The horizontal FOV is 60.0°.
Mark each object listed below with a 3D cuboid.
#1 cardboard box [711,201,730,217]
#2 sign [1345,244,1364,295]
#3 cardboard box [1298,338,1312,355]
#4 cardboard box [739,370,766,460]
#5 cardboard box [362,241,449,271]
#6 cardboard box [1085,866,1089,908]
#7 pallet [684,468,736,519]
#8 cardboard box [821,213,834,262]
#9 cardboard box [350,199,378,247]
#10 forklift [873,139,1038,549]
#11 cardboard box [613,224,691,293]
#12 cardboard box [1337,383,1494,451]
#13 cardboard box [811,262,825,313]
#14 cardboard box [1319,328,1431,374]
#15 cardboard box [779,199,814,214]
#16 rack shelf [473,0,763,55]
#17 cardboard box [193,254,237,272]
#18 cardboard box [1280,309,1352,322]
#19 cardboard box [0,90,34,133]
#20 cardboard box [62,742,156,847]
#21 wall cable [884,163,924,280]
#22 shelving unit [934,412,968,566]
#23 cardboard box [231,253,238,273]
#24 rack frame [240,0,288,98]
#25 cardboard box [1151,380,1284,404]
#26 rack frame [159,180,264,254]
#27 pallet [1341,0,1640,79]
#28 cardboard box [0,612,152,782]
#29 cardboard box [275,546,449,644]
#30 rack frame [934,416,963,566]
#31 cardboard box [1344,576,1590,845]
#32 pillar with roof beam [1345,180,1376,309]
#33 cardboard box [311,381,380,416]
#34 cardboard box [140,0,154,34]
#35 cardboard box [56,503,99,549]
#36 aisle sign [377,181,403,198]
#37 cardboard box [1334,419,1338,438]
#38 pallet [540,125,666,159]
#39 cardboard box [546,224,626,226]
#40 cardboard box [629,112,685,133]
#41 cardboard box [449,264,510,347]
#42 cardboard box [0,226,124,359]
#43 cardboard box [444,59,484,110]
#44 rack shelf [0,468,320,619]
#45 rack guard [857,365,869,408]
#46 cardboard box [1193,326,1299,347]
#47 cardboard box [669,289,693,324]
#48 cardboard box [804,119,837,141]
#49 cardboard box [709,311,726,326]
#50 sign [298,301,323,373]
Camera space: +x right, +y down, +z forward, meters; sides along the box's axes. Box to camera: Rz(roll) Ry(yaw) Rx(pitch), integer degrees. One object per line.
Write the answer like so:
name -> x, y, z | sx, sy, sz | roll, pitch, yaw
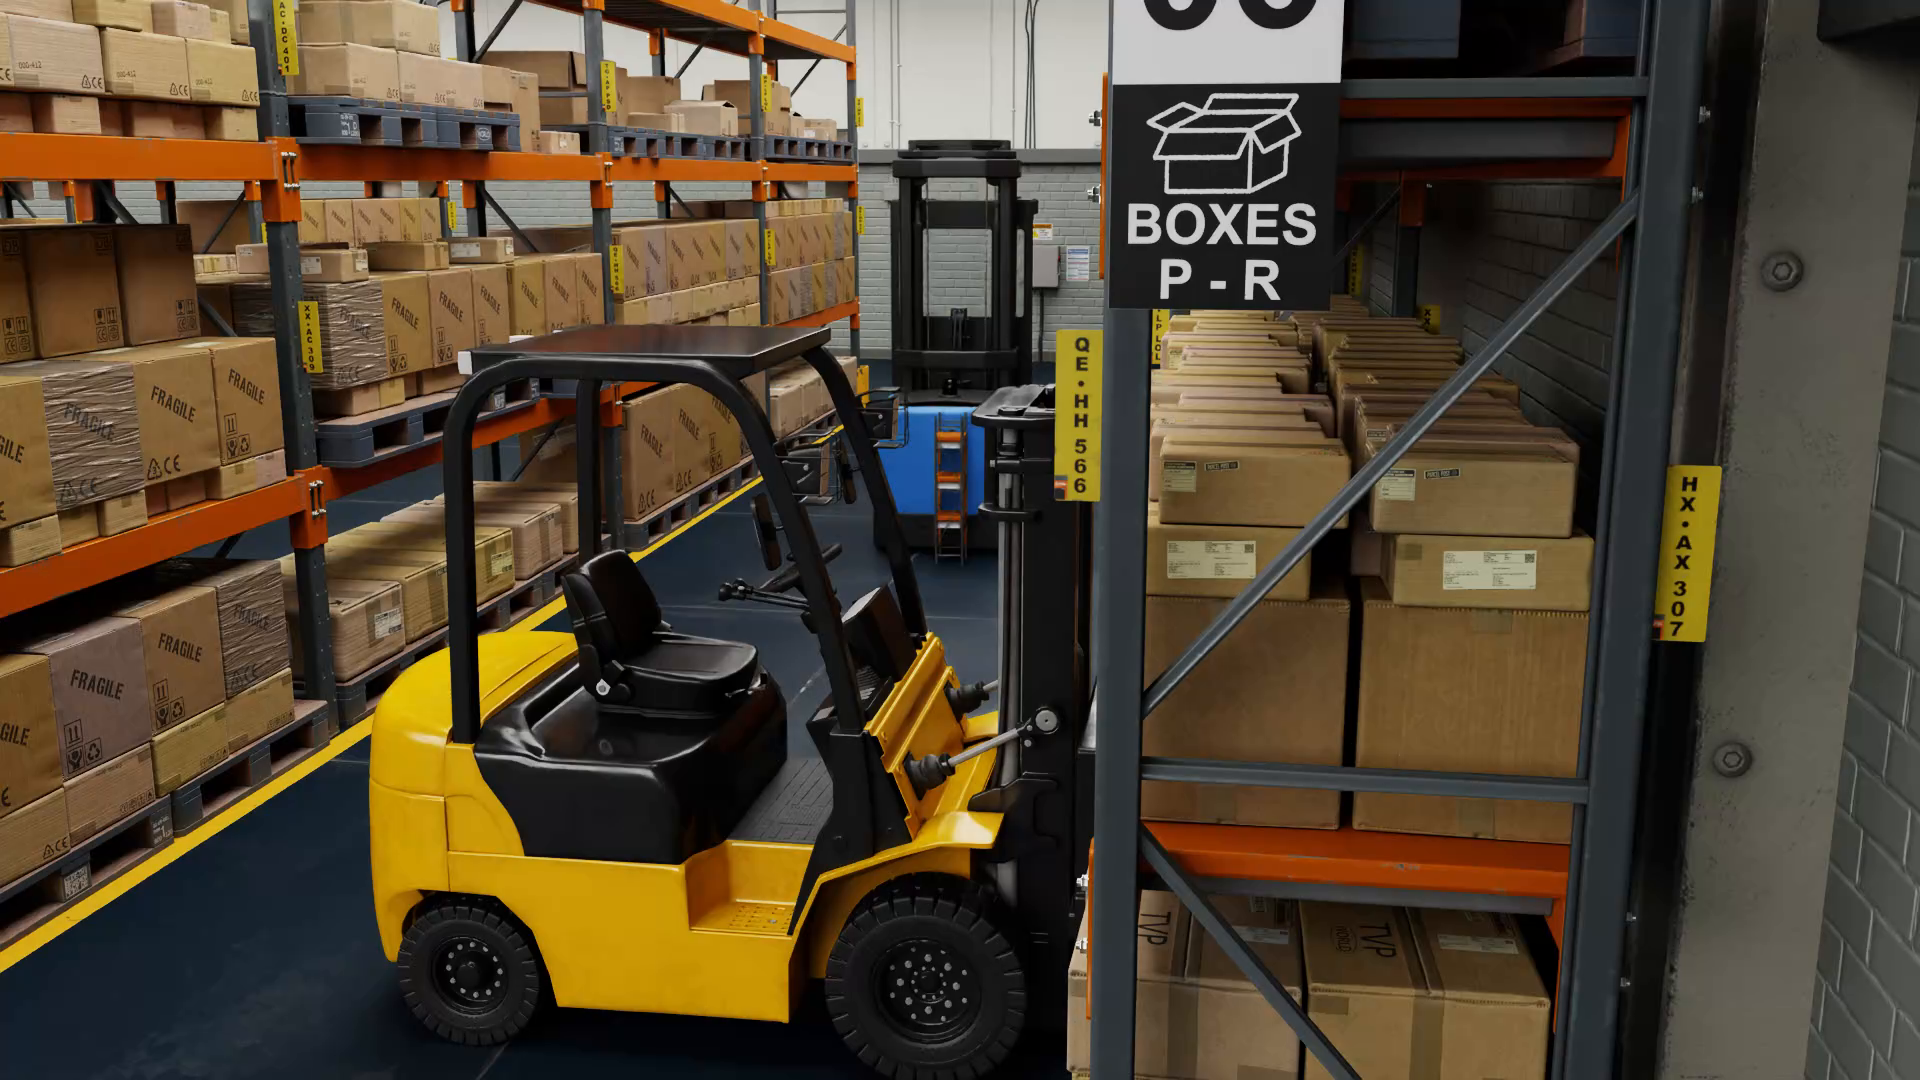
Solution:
cardboard box -> -2.415, -3.171, 15.935 | 0.380, 0.149, 0.250 | 2, 12, 10
sign -> 2.544, -1.746, 10.727 | 0.100, 0.325, 0.005 | 2, 12, 9
cardboard box -> 1.645, -0.797, 7.294 | 0.380, 0.149, 0.250 | 2, 12, 7
cardboard box -> -2.312, -1.225, 15.104 | 0.875, 0.875, 0.875 | 2, 12, 10
cardboard box -> -3.039, -1.557, 9.119 | 0.380, 0.149, 0.250 | 3, 12, 12
cardboard box -> 0.600, 0.906, 4.328 | 0.500, 0.250, 0.500 | 2, 12, 10
pallet -> -2.525, -0.409, 13.891 | 1.003, 0.211, 1.213 | 2, 12, 9
cardboard box -> -1.650, -3.240, 17.795 | 0.500, 0.500, 0.500 | 2, 12, 8
cardboard box -> -6.639, -3.418, 17.915 | 0.500, 0.500, 0.500 | 1, 12, 7
forklift -> 0.039, -1.627, 13.088 | 1.130, 2.935, 3.031 | 1, 12, 6
cardboard box -> -2.432, -2.201, 12.973 | 0.500, 0.500, 0.500 | 2, 12, 10
cardboard box -> 1.196, -0.322, 4.384 | 0.380, 0.149, 0.250 | 2, 12, 10
cardboard box -> -1.721, -2.643, 17.401 | 0.500, 0.500, 0.500 | 2, 12, 10
cardboard box -> 1.522, -0.693, 6.107 | 0.380, 0.149, 0.250 | 2, 12, 8
cardboard box -> -1.738, -3.475, 17.347 | 0.380, 0.149, 0.250 | 2, 12, 10
rack shelf -> -2.603, -4.159, 13.089 | 1.077, 0.370, 4.000 | 2, 12, 9
cardboard box -> -7.071, -2.613, 15.684 | 0.380, 0.149, 0.250 | 2, 12, 11
cardboard box -> 1.928, -1.169, 9.020 | 0.380, 0.149, 0.250 | 2, 12, 10
cardboard box -> -3.569, -1.528, 5.938 | 0.380, 0.149, 0.250 | 2, 12, 10
cardboard box -> -3.506, 0.963, 6.436 | 0.500, 0.250, 0.500 | 2, 12, 10
wall cable -> -0.836, -4.709, 24.739 | 0.585, 1.953, 0.123 | 2, 12, 9
shelving unit -> -0.064, -0.361, 11.677 | 0.215, 1.050, 0.252 | 1, 12, 6
cardboard box -> -6.877, -2.619, 16.581 | 0.500, 0.500, 0.500 | 2, 12, 8
rack frame -> -3.526, -3.457, 7.176 | 1.000, 3.000, 0.127 | 2, 12, 9
cardboard box -> 0.674, -0.340, 4.466 | 0.380, 0.149, 0.250 | 2, 12, 10
rack frame -> -7.202, -2.329, 16.182 | 1.000, 3.000, 0.127 | 2, 12, 9
pallet -> 0.899, -1.101, 3.574 | 1.003, 0.211, 1.213 | 2, 12, 9
cardboard box -> -3.505, 0.592, 6.378 | 0.500, 0.500, 0.500 | 3, 12, 12
cardboard box -> -3.340, 0.296, 9.243 | 0.950, 0.372, 0.625 | 3, 12, 12
rack frame -> -0.076, -0.336, 11.559 | 0.200, 1.050, 0.008 | 1, 12, 6
cardboard box -> 1.115, 0.325, 3.628 | 0.500, 0.500, 0.500 | 2, 12, 10
pillar with roof beam -> -0.646, -5.218, 15.345 | 9.100, 9.000, 0.400 | 2, 12, 9
cardboard box -> -3.129, -0.712, 8.277 | 0.380, 0.149, 0.250 | 2, 12, 9
cardboard box -> -3.451, -2.077, 6.595 | 0.380, 0.149, 0.250 | 2, 12, 10
cardboard box -> -3.496, -0.061, 6.254 | 0.380, 0.149, 0.250 | 2, 12, 8
aisle sign -> -6.872, -4.458, 19.887 | 0.394, 0.787, 0.004 | 2, 12, 9
cardboard box -> 1.348, -0.335, 5.149 | 0.380, 0.149, 0.250 | 1, 12, 7
pallet -> -2.864, -2.867, 12.005 | 1.213, 0.211, 1.003 | 2, 12, 11
cardboard box -> -2.936, -2.221, 13.070 | 0.500, 0.500, 0.500 | 2, 12, 9
cardboard box -> -2.438, -3.349, 13.351 | 0.380, 0.166, 0.250 | 3, 13, 13
cardboard box -> -2.936, -1.327, 9.589 | 0.500, 0.500, 0.500 | 1, 12, 6
cardboard box -> -3.908, -1.018, 6.778 | 0.700, 0.500, 0.500 | 2, 12, 9
cardboard box -> -2.907, -2.443, 8.947 | 0.500, 0.250, 0.500 | 2, 12, 8
rack shelf -> -3.833, 0.243, 5.952 | 1.077, 0.370, 4.000 | 2, 12, 9
rack guard -> -1.676, -1.806, 19.686 | 1.175, 0.500, 0.348 | 2, 12, 9
cardboard box -> 1.056, -0.709, 6.178 | 0.380, 0.149, 0.250 | 2, 12, 8
cardboard box -> -2.419, -1.837, 13.066 | 0.500, 0.250, 0.500 | 2, 12, 8
cardboard box -> -1.660, -4.573, 18.596 | 0.500, 0.250, 0.500 | 1, 12, 3
cardboard box -> -2.291, -1.805, 14.104 | 0.500, 0.250, 0.500 | 2, 12, 7
sign -> -2.988, -0.932, 7.643 | 0.100, 0.325, 0.005 | 2, 12, 9
